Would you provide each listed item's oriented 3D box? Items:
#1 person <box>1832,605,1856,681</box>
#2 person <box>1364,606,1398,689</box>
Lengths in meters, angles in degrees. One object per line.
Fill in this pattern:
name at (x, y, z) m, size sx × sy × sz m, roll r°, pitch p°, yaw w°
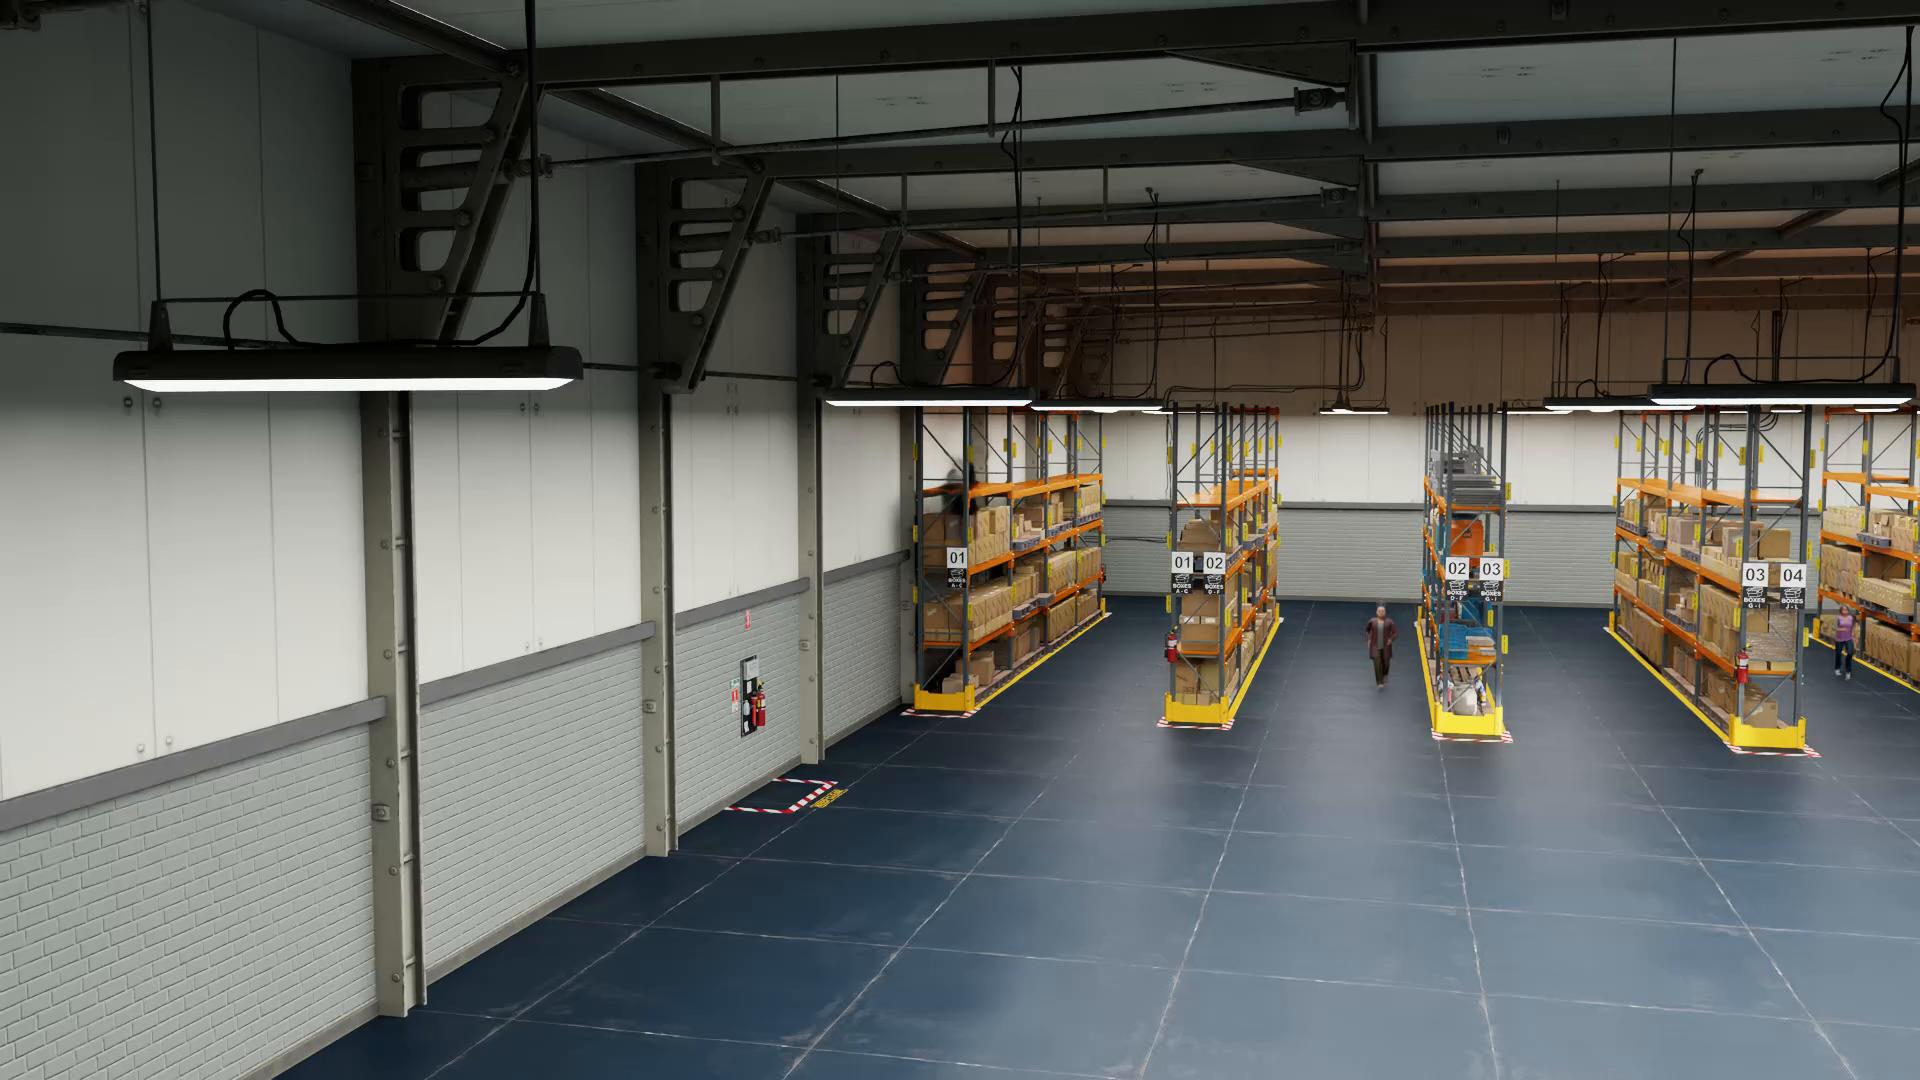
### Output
person at (19.344, 2.236, 36.387) m, size 0.508 × 1.645 × 0.711 m, roll 1°, pitch 4°, yaw 18°
person at (8.878, 2.260, 35.109) m, size 0.701 × 1.731 × 0.677 m, roll 1°, pitch 4°, yaw 17°
